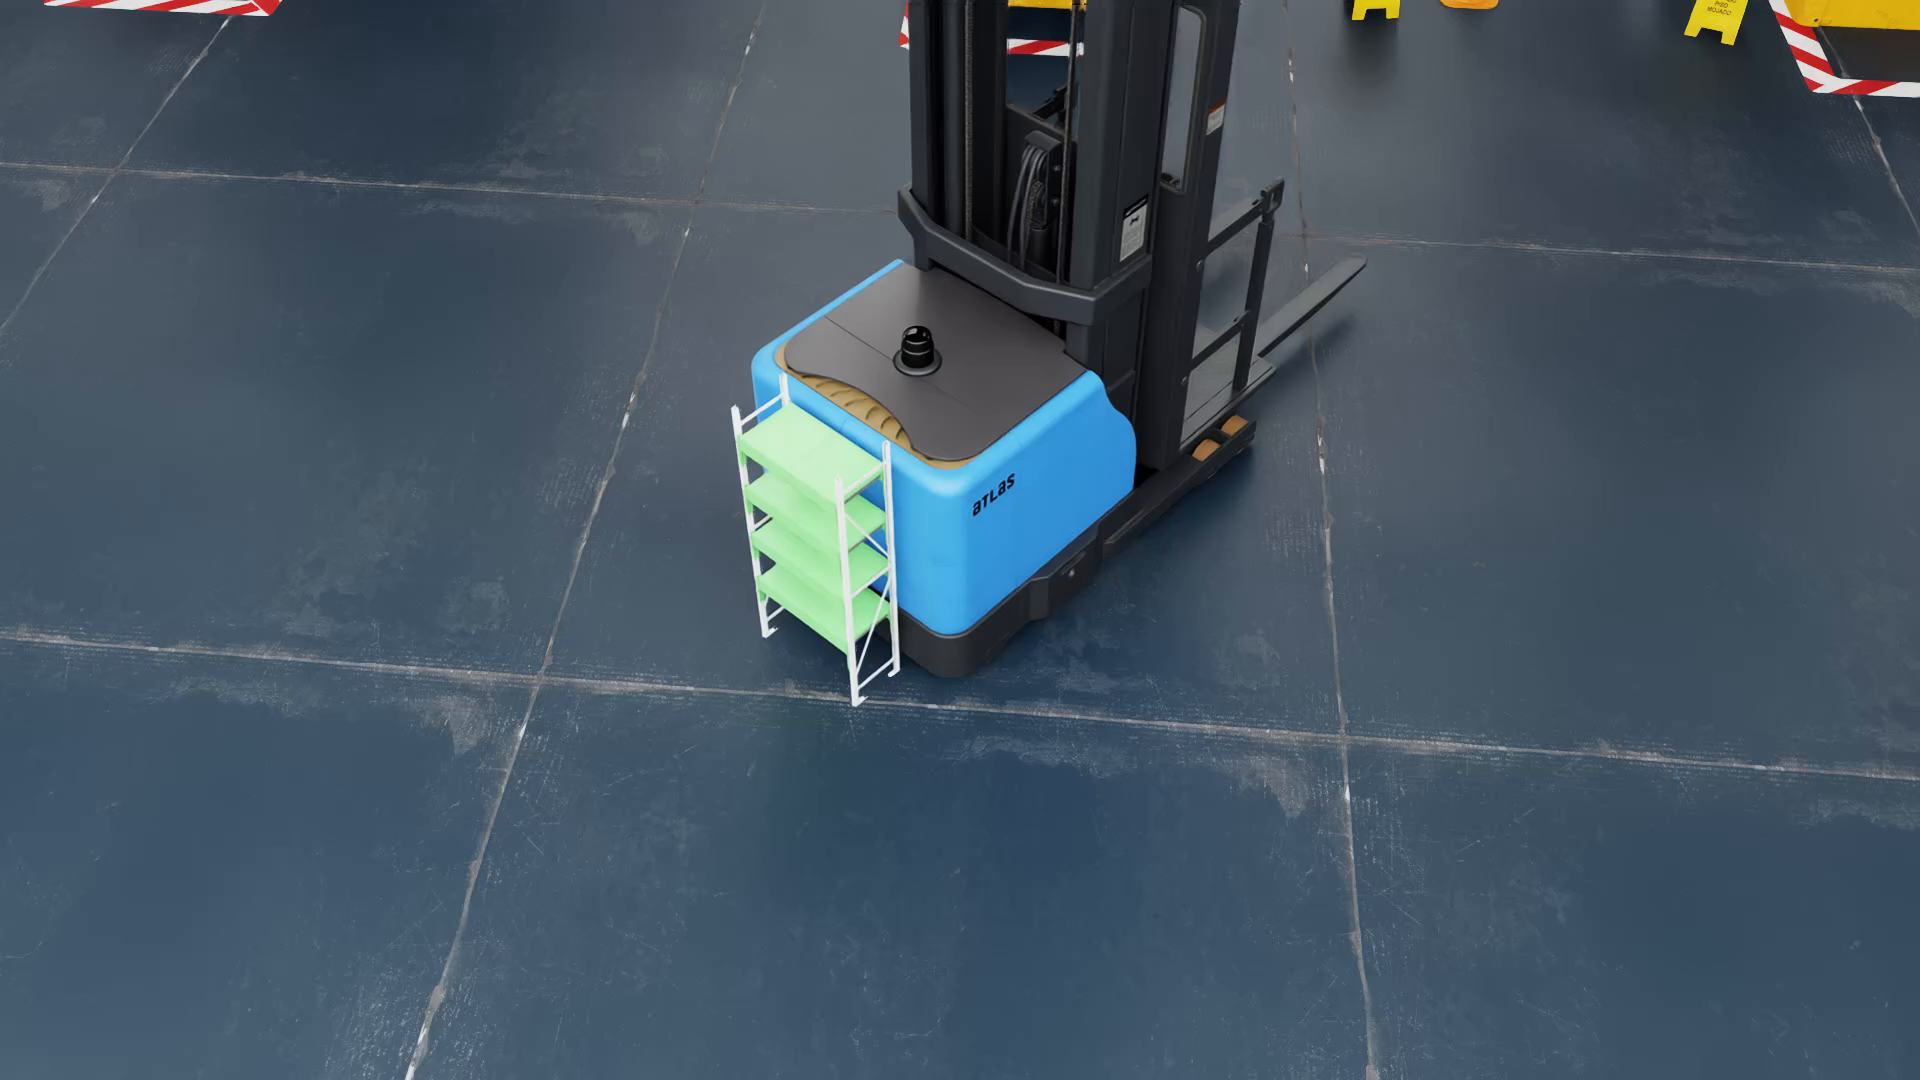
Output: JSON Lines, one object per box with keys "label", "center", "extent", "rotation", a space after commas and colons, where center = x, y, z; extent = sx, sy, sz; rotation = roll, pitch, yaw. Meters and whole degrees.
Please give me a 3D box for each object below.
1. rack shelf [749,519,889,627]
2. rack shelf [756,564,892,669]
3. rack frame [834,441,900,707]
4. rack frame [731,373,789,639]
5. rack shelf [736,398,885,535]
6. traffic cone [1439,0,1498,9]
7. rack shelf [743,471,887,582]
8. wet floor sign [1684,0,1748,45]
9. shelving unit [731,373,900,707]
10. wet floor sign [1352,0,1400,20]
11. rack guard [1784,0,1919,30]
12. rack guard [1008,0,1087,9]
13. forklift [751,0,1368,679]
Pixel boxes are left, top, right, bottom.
{"label": "rack shelf", "center": [-0.494, 0.071, 5.959], "extent": [0.480, 0.148, 0.258], "rotation": [34, 56, 27]}
{"label": "rack shelf", "center": [-0.494, 0.232, 6.136], "extent": [0.480, 0.148, 0.258], "rotation": [34, 56, 27]}
{"label": "rack frame", "center": [-0.314, 0.149, 5.800], "extent": [0.015, 1.200, 0.240], "rotation": [34, 56, 27]}
{"label": "rack frame", "center": [-0.674, -0.094, 6.023], "extent": [0.015, 1.200, 0.240], "rotation": [34, 56, 27]}
{"label": "rack shelf", "center": [-0.494, -0.253, 5.604], "extent": [0.480, 0.148, 0.258], "rotation": [34, 56, 27]}
{"label": "traffic cone", "center": [2.940, -3.326, 9.479], "extent": [0.336, 0.463, 0.334], "rotation": [4, 48, 4]}
{"label": "rack shelf", "center": [-0.494, -0.091, 5.782], "extent": [0.480, 0.148, 0.258], "rotation": [34, 56, 27]}
{"label": "wet floor sign", "center": [4.239, -3.093, 9.141], "extent": [0.267, 0.644, 0.232], "rotation": [19, 50, 17]}
{"label": "shelving unit", "center": [-0.494, 0.027, 5.912], "extent": [0.503, 1.200, 0.258], "rotation": [34, 56, 27]}
{"label": "wet floor sign", "center": [2.352, -3.265, 9.299], "extent": [0.267, 0.644, 0.232], "rotation": [-4, 48, -3]}
{"label": "rack guard", "center": [5.328, -3.167, 9.308], "extent": [1.175, 0.500, 0.348], "rotation": [4, 48, 4]}
{"label": "rack guard", "center": [0.381, -3.352, 9.477], "extent": [1.175, 0.500, 0.348], "rotation": [4, 48, 4]}
{"label": "forklift", "center": [0.606, -1.477, 6.115], "extent": [1.130, 2.935, 3.031], "rotation": [34, 56, 27]}
